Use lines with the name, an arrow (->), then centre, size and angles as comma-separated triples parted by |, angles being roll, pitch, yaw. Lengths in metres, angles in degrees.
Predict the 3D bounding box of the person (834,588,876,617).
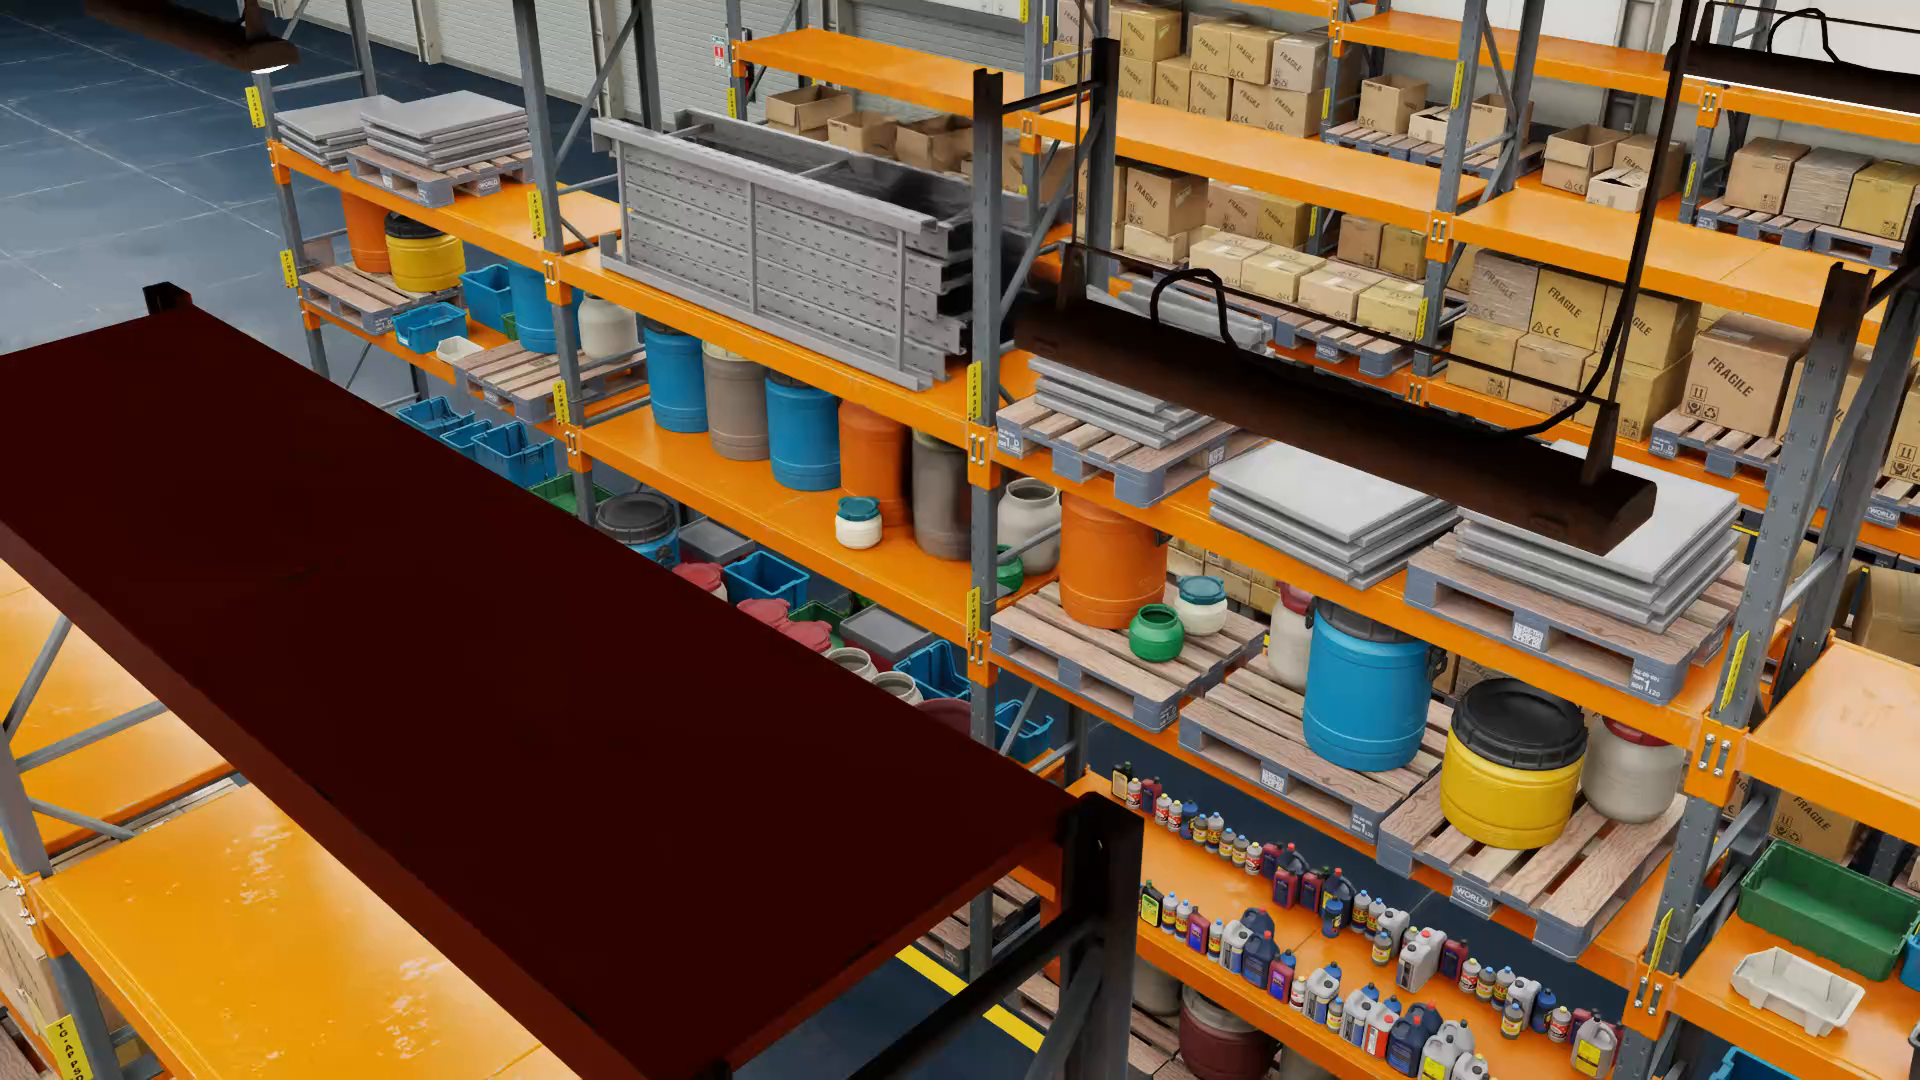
person -> -0.800, 0.068, 13.702 | 0.666, 1.802, 0.909 | -26, 38, -38
